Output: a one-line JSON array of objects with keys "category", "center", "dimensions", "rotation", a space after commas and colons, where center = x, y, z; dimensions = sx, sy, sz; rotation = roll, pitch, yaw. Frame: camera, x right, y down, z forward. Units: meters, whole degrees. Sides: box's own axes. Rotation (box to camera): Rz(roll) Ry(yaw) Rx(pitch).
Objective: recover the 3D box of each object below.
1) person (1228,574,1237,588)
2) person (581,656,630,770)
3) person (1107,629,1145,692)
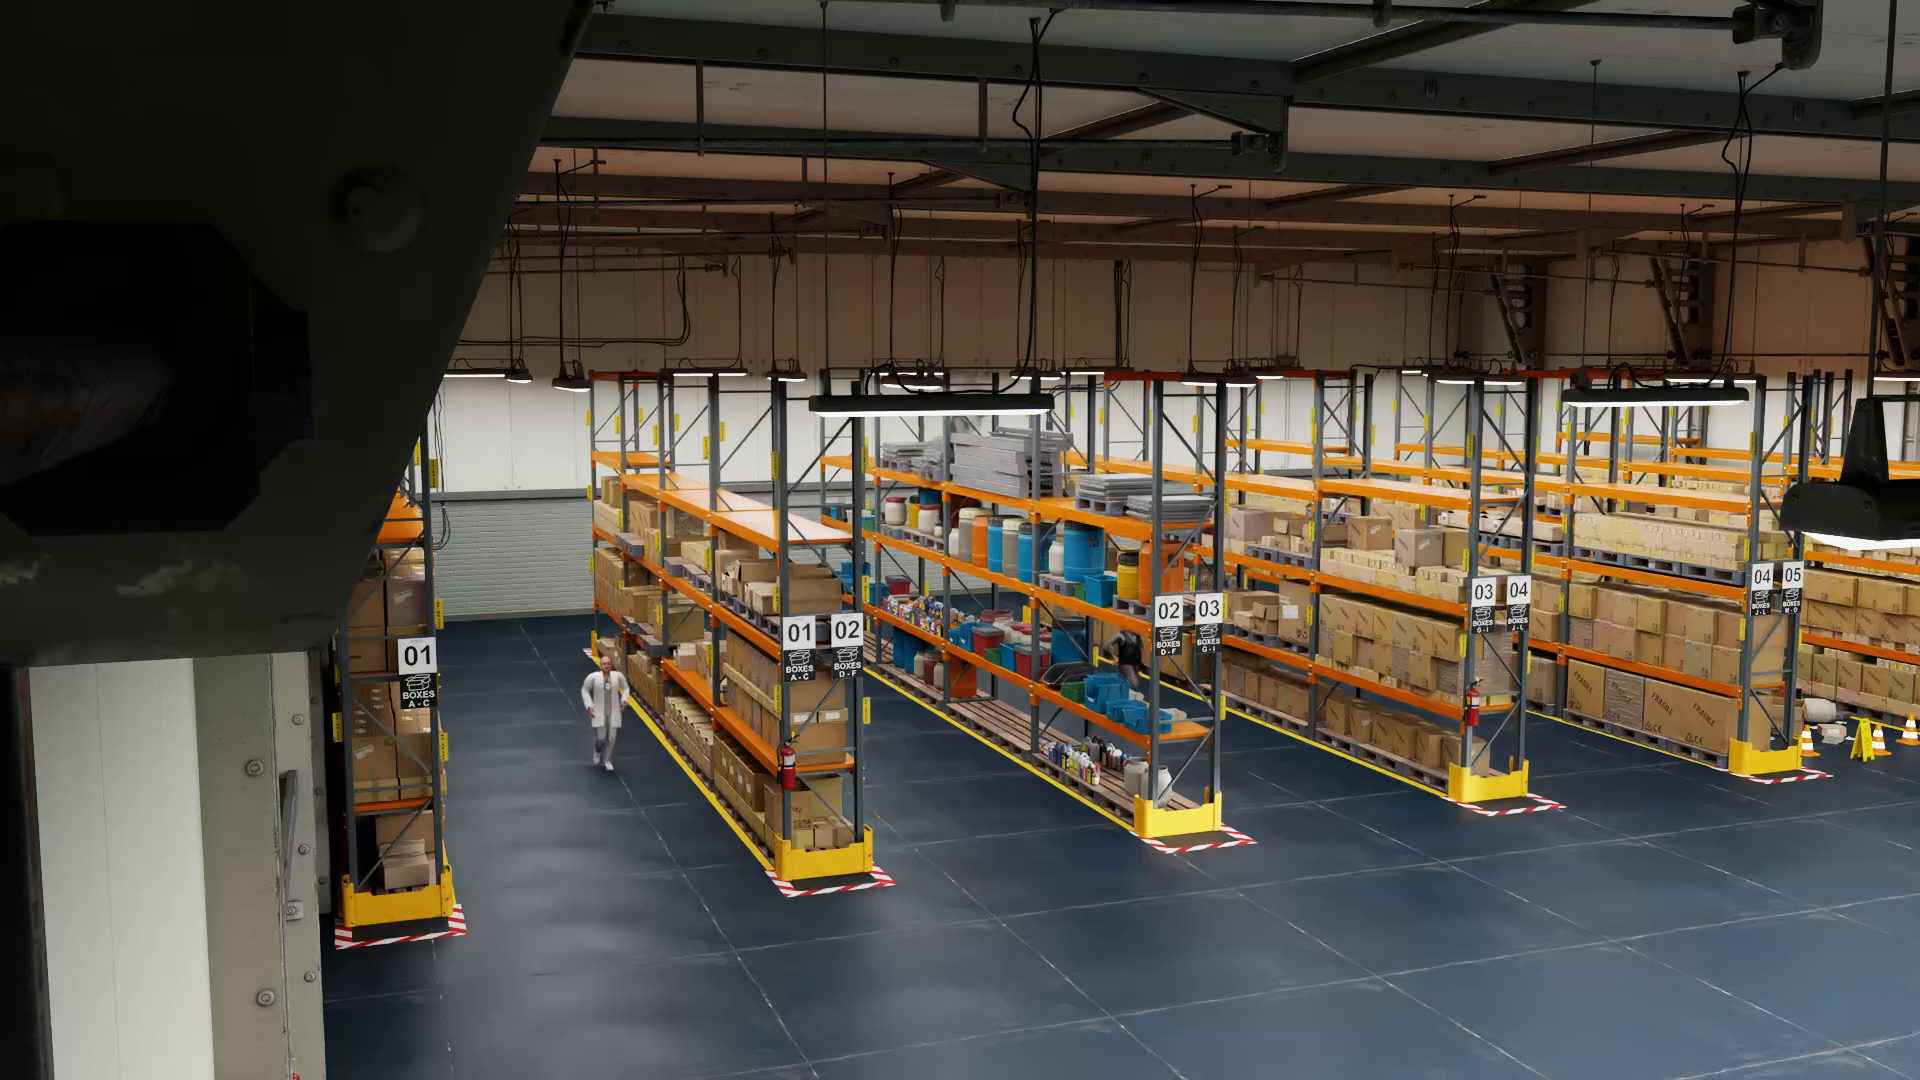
[{"category": "person", "center": [6.984, 0.832, 41.461], "dimensions": [0.768, 1.781, 0.661], "rotation": [2, 7, 18]}, {"category": "person", "center": [-5.392, 2.636, 25.414], "dimensions": [0.726, 1.747, 0.633], "rotation": [-3, 7, -23]}, {"category": "person", "center": [2.989, 2.155, 29.240], "dimensions": [0.627, 1.608, 0.721], "rotation": [-5, 8, -37]}]
